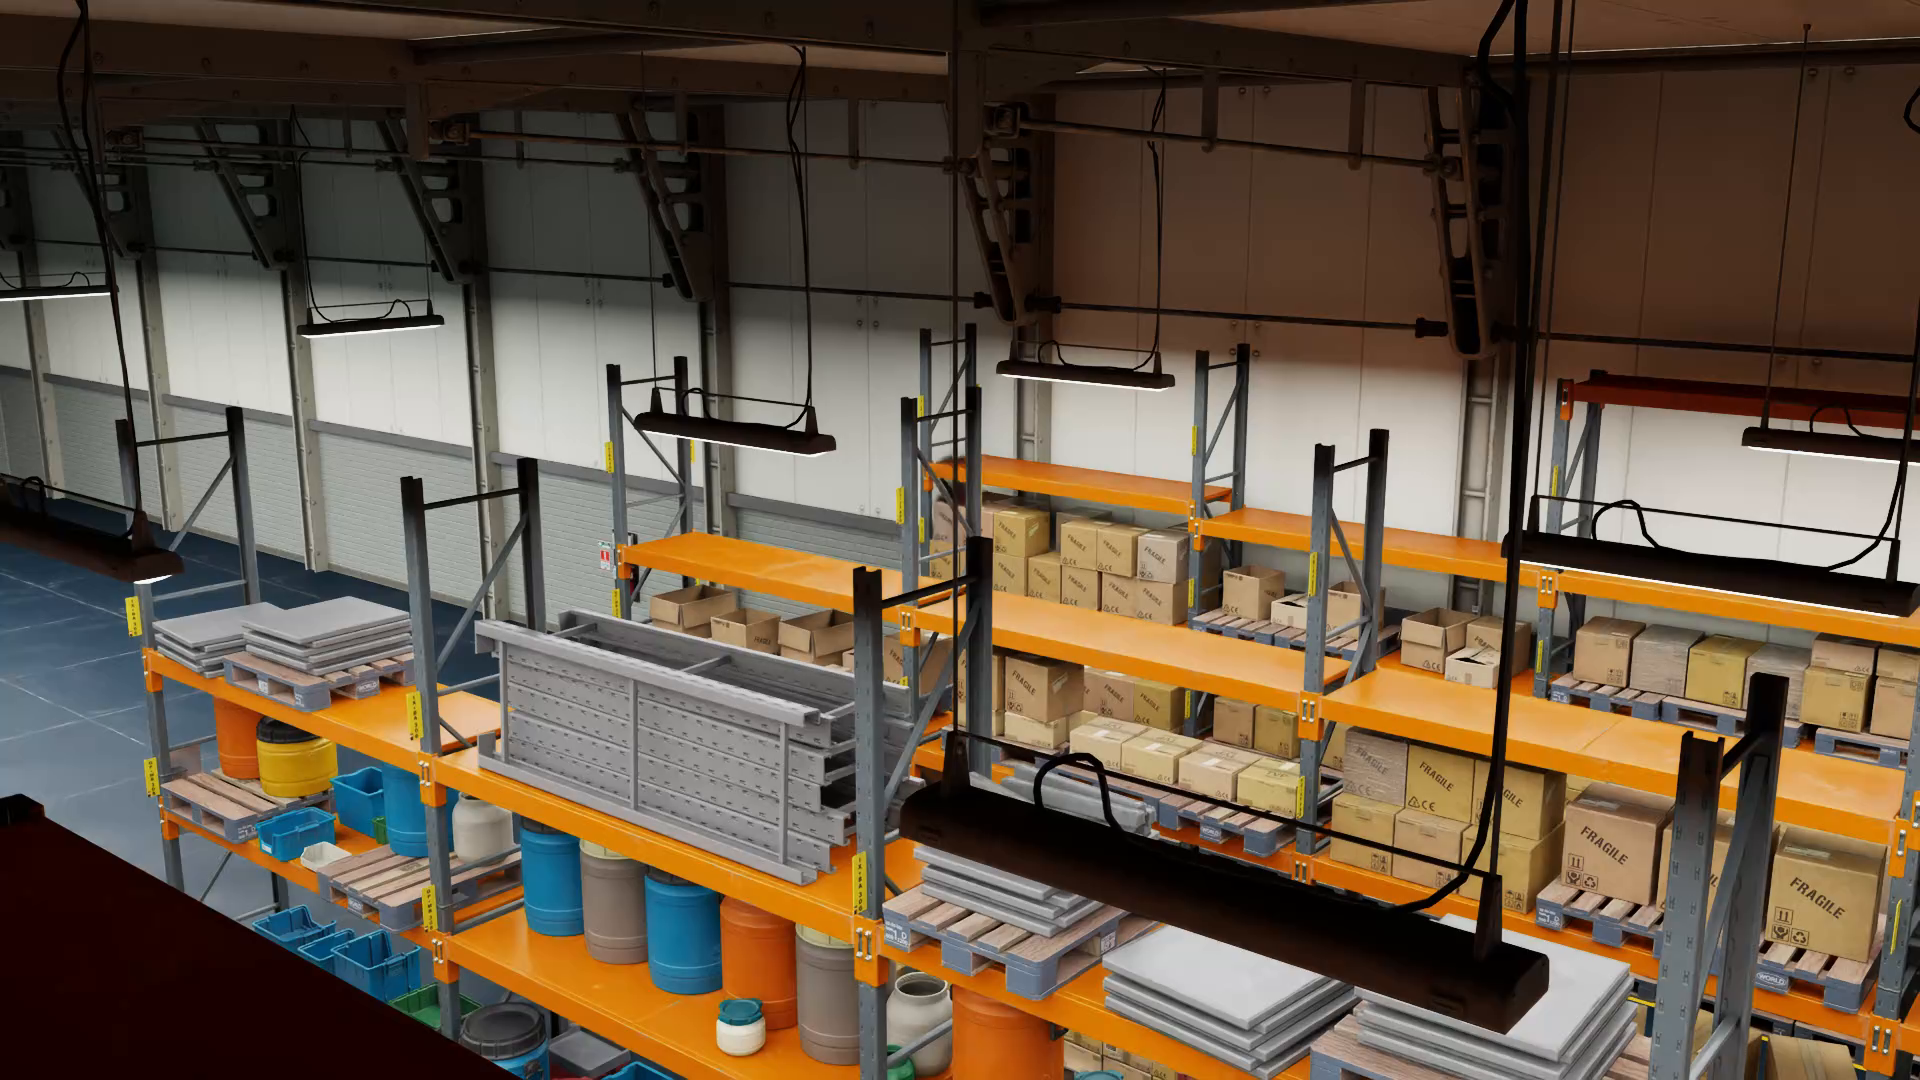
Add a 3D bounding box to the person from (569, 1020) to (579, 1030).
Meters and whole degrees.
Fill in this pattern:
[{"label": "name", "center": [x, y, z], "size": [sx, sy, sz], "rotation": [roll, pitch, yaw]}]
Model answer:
[{"label": "person", "center": [-3.611, 3.824, 15.511], "size": [0.542, 1.690, 0.597], "rotation": [-12, 17, -43]}]
